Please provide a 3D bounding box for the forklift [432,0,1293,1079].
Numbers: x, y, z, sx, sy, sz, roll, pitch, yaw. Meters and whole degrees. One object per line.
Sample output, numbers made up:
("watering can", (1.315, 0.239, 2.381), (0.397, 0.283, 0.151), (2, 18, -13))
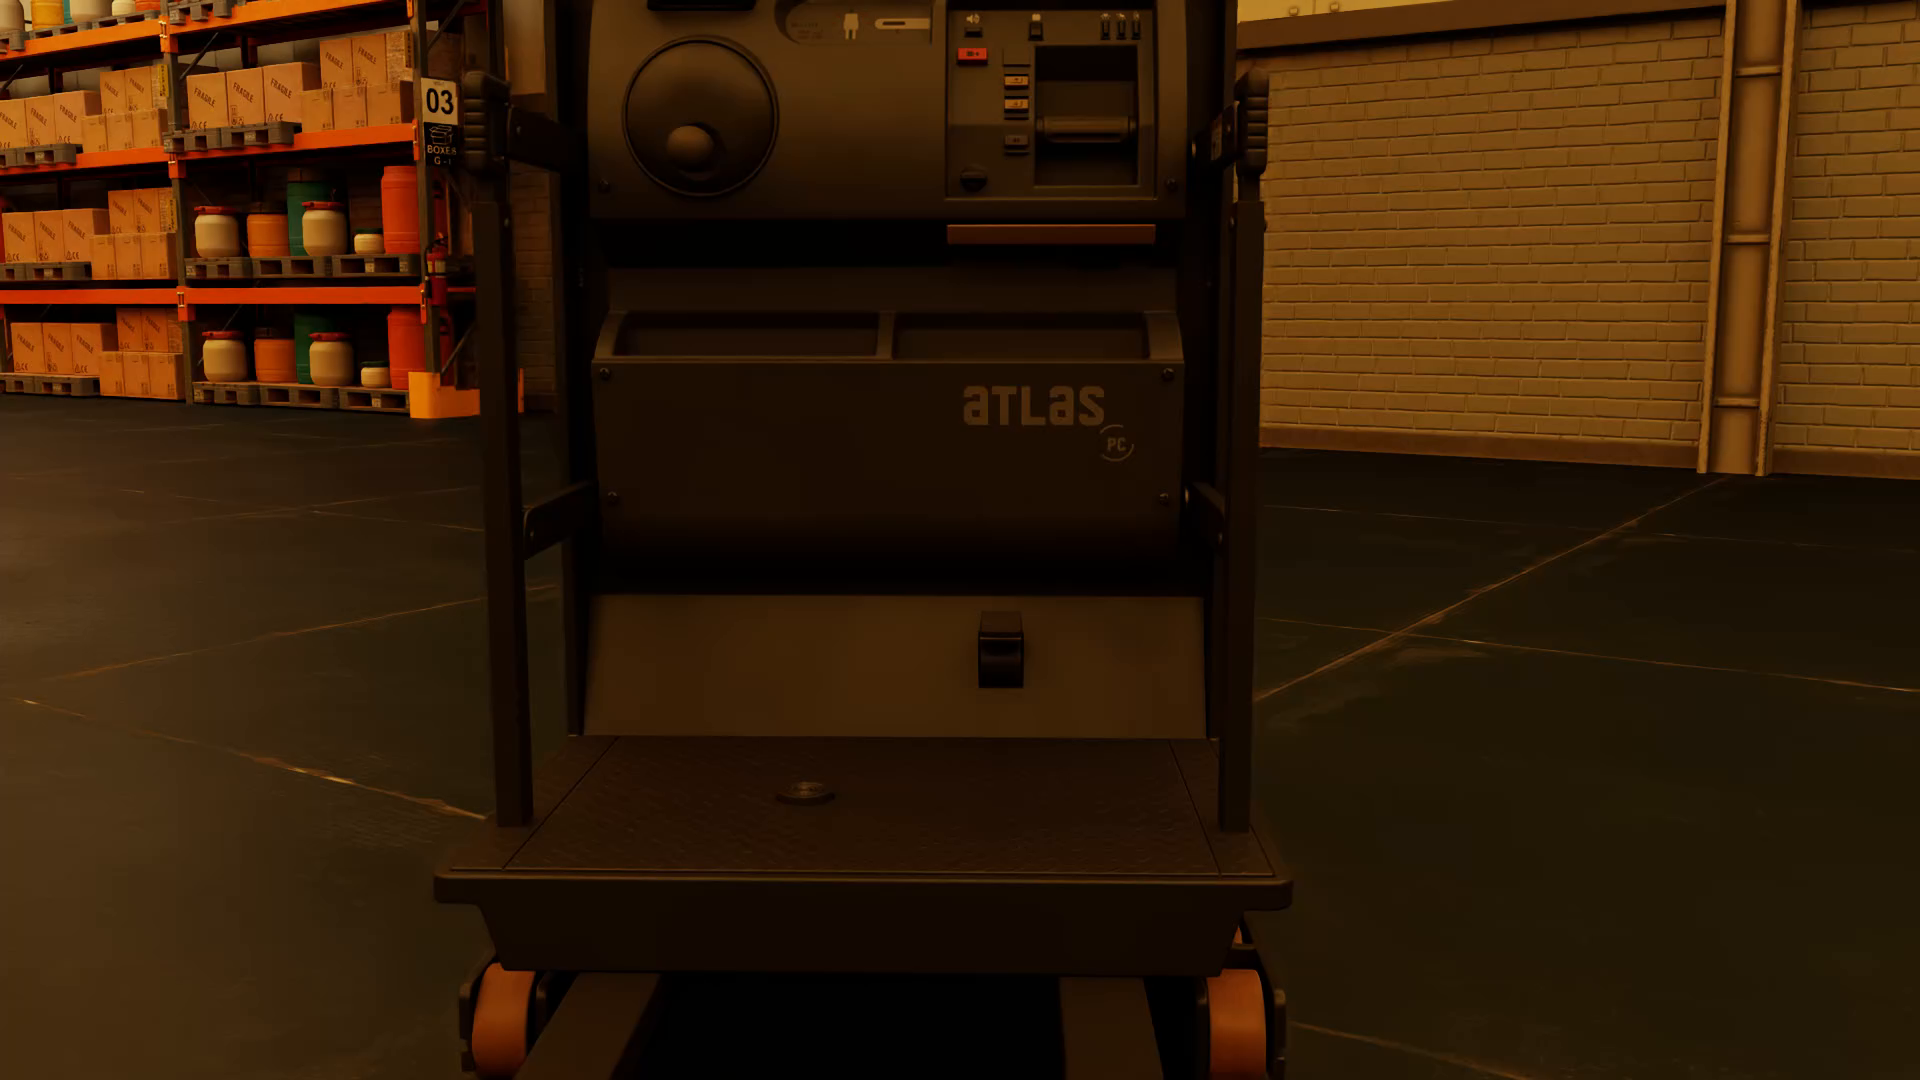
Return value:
("forklift", (-0.115, -0.740, 2.394), (1.130, 2.935, 3.031), (0, 8, 1))
